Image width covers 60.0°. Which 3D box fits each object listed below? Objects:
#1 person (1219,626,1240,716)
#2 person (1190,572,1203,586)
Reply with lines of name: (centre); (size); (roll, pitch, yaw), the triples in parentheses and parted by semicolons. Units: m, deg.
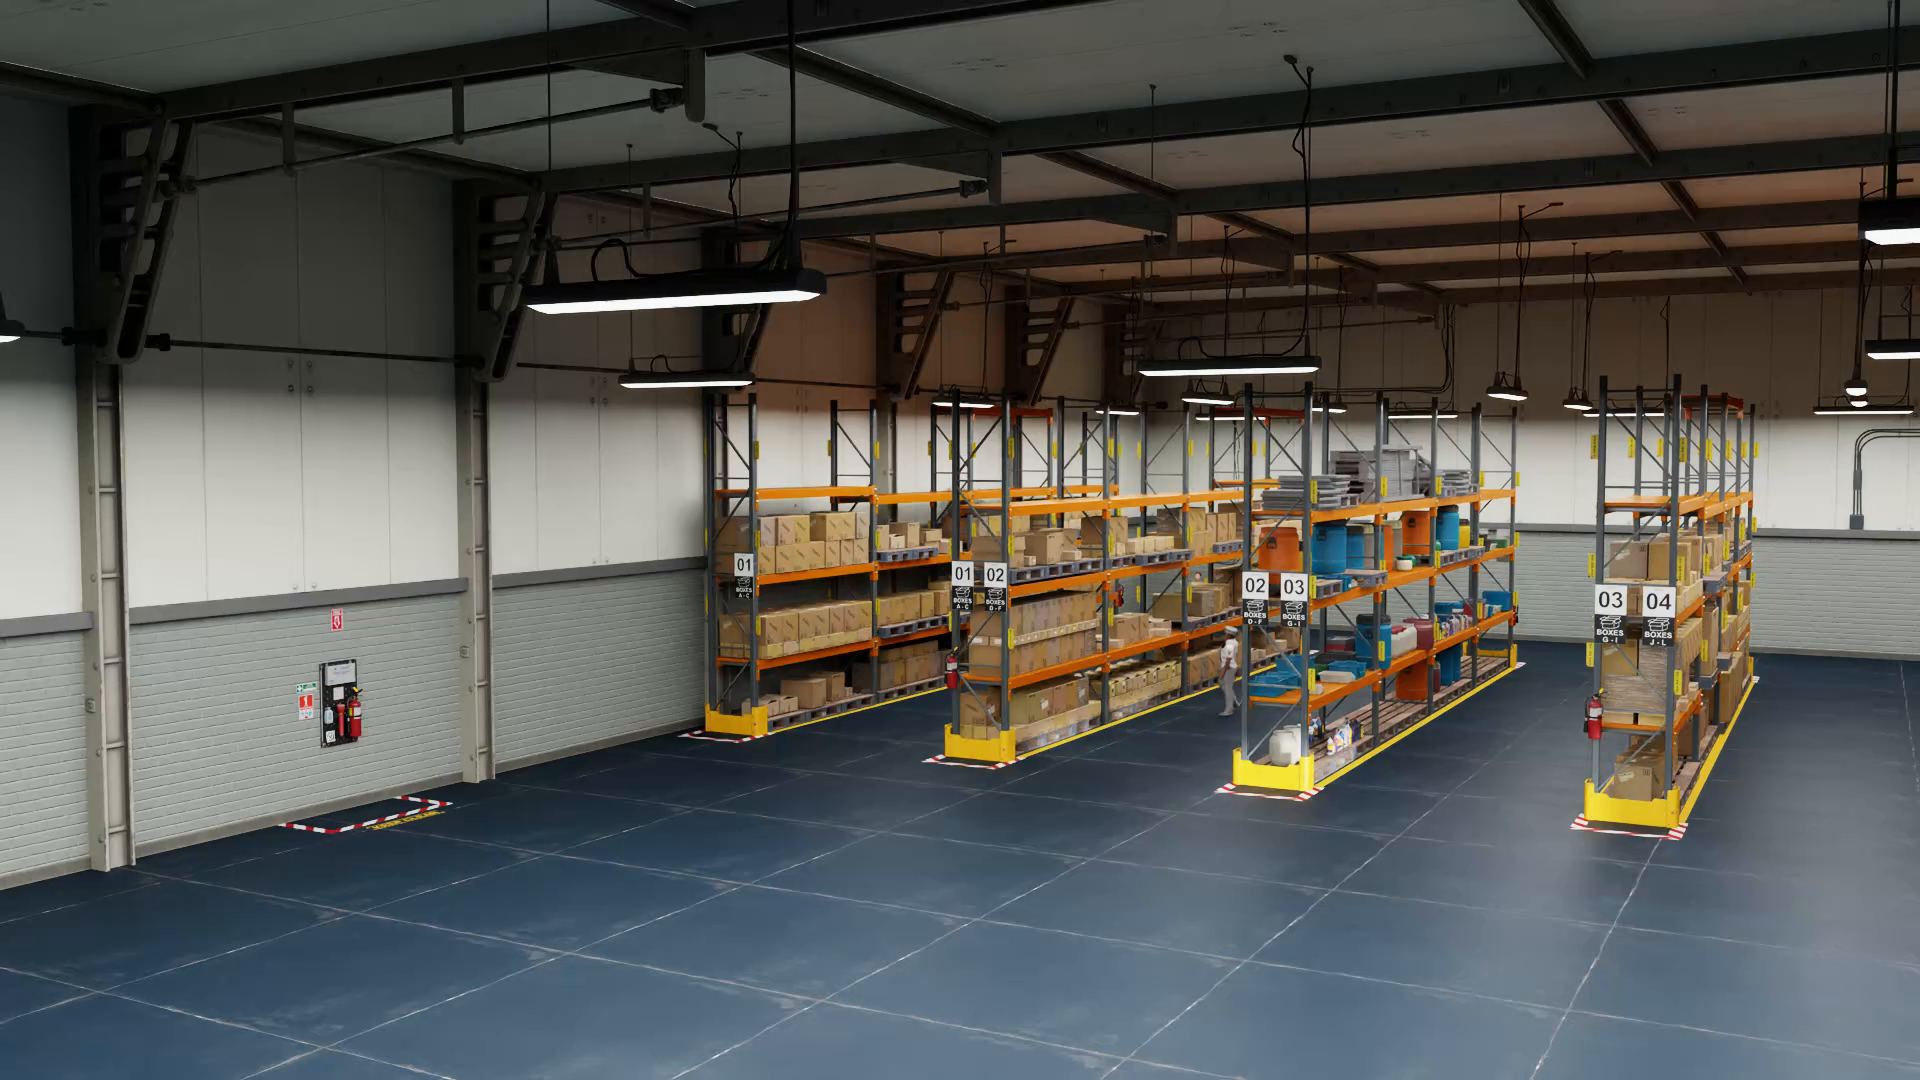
person: (5.100, 2.464, 31.476); (0.431, 1.690, 0.540); (0, 3, 4)
person: (6.528, 1.696, 45.904); (0.498, 1.640, 0.728); (-1, 3, -25)
